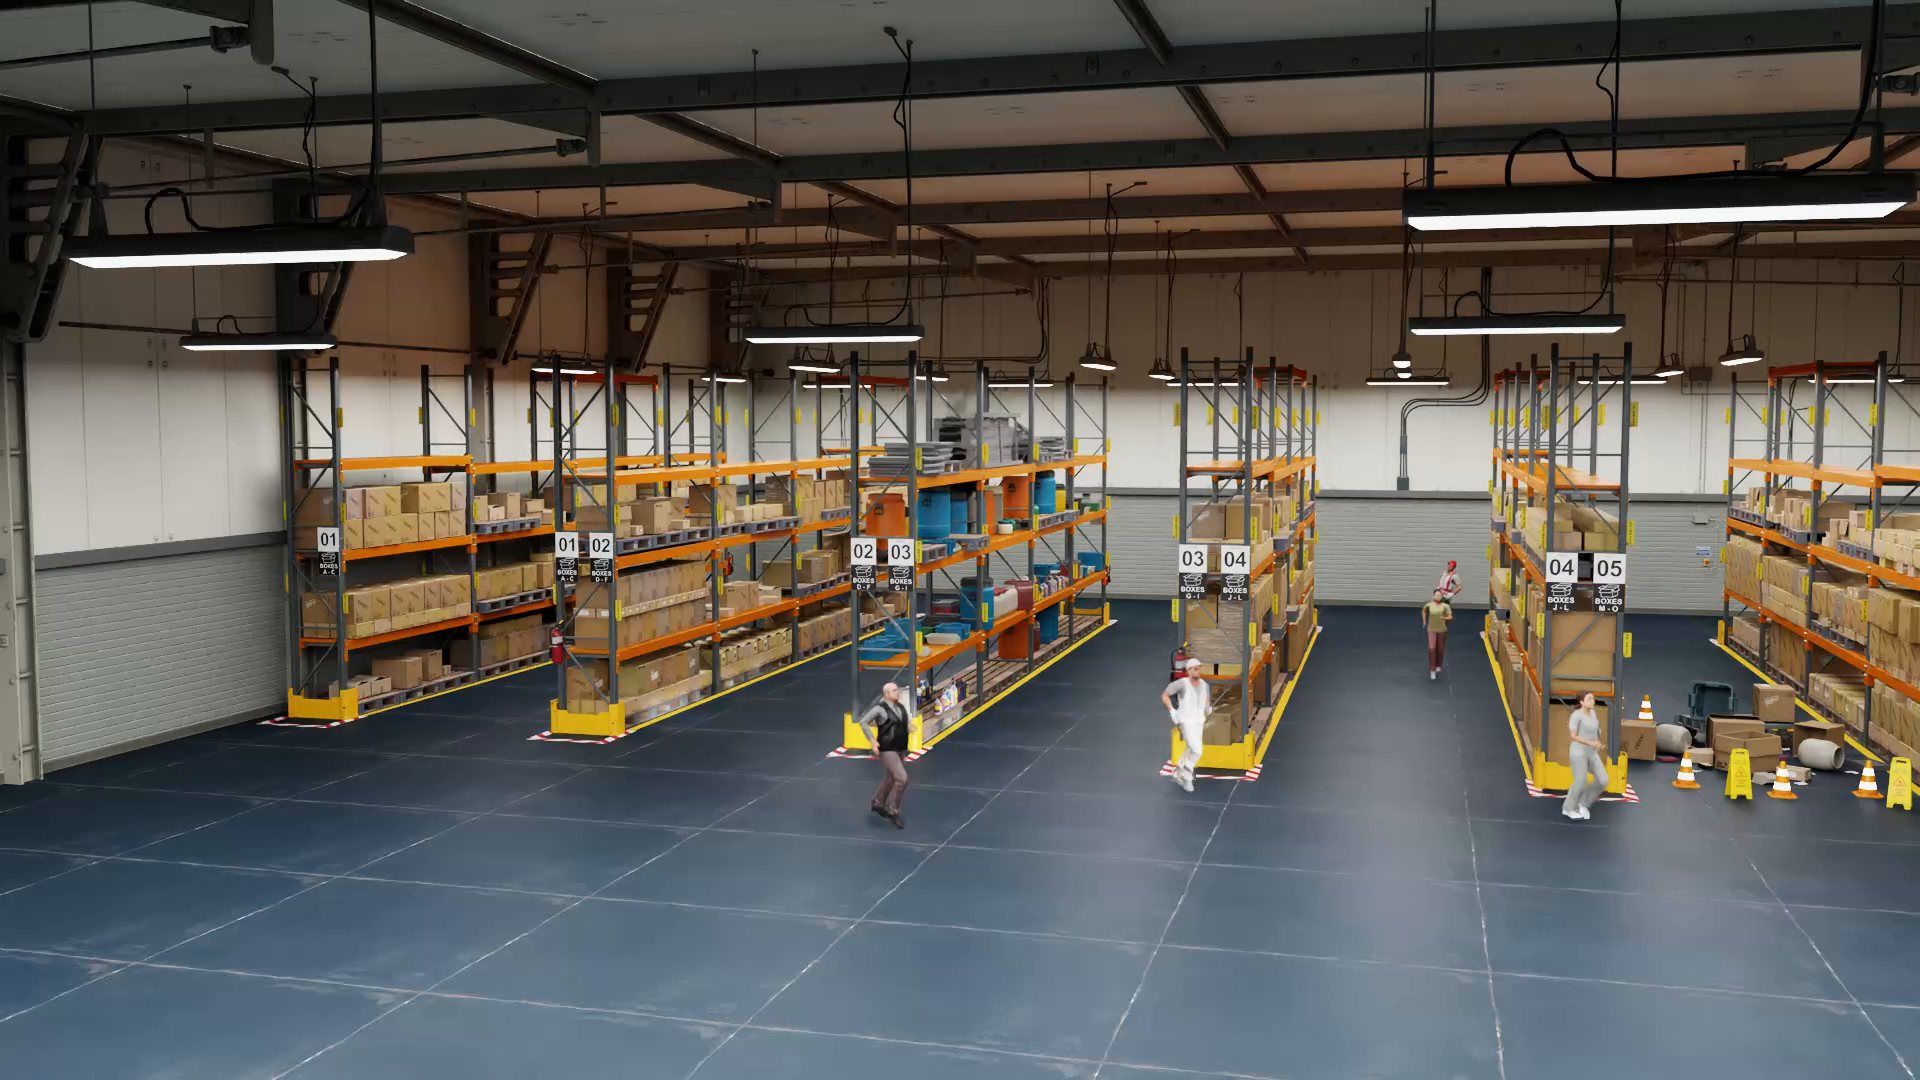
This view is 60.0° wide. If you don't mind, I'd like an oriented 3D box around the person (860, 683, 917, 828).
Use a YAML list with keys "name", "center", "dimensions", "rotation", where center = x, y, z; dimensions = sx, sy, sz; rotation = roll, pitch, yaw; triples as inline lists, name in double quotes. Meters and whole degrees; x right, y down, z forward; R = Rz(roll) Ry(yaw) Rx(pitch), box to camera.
- name: "person"
  center: [-0.840, 2.644, 20.494]
  dimensions: [0.752, 1.780, 0.624]
  rotation: [3, 5, 34]

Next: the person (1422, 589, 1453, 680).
- name: "person"
  center: [9.209, 1.794, 32.090]
  dimensions: [0.557, 1.699, 0.881]
  rotation: [1, 4, 12]

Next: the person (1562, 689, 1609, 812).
- name: "person"
  center: [7.768, 2.626, 20.575]
  dimensions: [0.584, 1.568, 0.627]
  rotation: [-2, 5, -28]

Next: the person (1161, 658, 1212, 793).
- name: "person"
  center: [3.094, 2.482, 22.294]
  dimensions: [0.647, 1.805, 0.678]
  rotation: [-3, 5, -33]

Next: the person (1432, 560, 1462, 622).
- name: "person"
  center: [11.279, 1.304, 38.726]
  dimensions: [0.562, 1.689, 0.717]
  rotation: [-1, 4, -17]
